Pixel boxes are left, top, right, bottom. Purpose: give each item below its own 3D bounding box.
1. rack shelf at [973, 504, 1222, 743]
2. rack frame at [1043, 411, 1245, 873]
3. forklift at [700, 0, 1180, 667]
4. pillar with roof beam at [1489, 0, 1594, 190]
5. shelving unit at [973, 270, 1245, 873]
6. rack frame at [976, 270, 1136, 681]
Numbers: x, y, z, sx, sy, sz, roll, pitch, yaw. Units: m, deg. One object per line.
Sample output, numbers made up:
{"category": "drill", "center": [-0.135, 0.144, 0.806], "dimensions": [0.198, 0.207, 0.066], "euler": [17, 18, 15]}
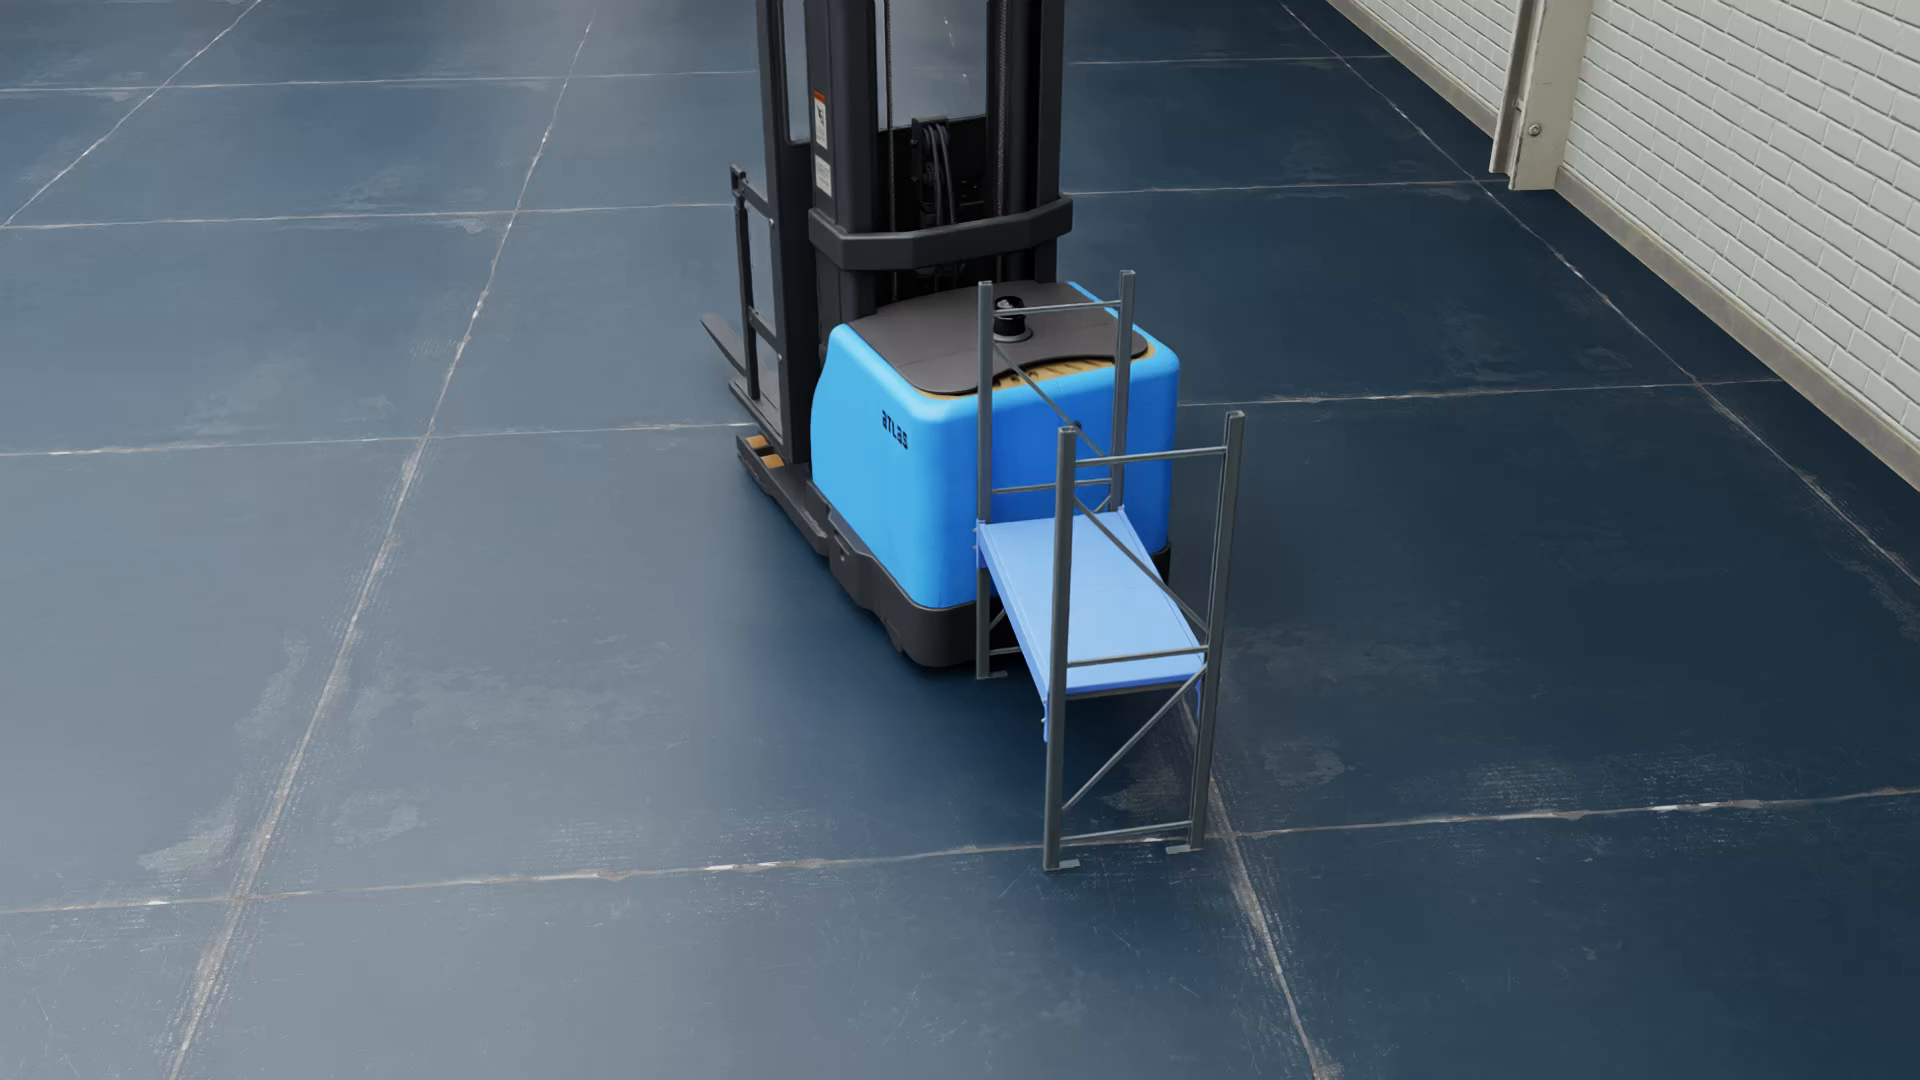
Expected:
{"category": "rack shelf", "center": [0.403, 0.234, 5.247], "dimensions": [0.538, 0.185, 1.000], "euler": [-6, 31, -10]}
{"category": "rack frame", "center": [0.502, 0.335, 4.726], "dimensions": [0.500, 1.500, 0.032], "euler": [-6, 31, -10]}
{"category": "forklift", "center": [-0.315, -1.545, 6.478], "dimensions": [1.130, 2.935, 3.031], "euler": [-14, 34, -22]}
{"category": "pillar with roof beam", "center": [-0.696, -5.956, 7.947], "dimensions": [9.100, 9.000, 0.400], "euler": [-3, 31, -5]}
{"category": "shelving unit", "center": [0.403, 0.079, 5.155], "dimensions": [0.538, 1.500, 1.048], "euler": [-6, 31, -10]}
{"category": "rack frame", "center": [0.305, -0.176, 5.583], "dimensions": [0.500, 1.500, 0.032], "euler": [-6, 31, -10]}
